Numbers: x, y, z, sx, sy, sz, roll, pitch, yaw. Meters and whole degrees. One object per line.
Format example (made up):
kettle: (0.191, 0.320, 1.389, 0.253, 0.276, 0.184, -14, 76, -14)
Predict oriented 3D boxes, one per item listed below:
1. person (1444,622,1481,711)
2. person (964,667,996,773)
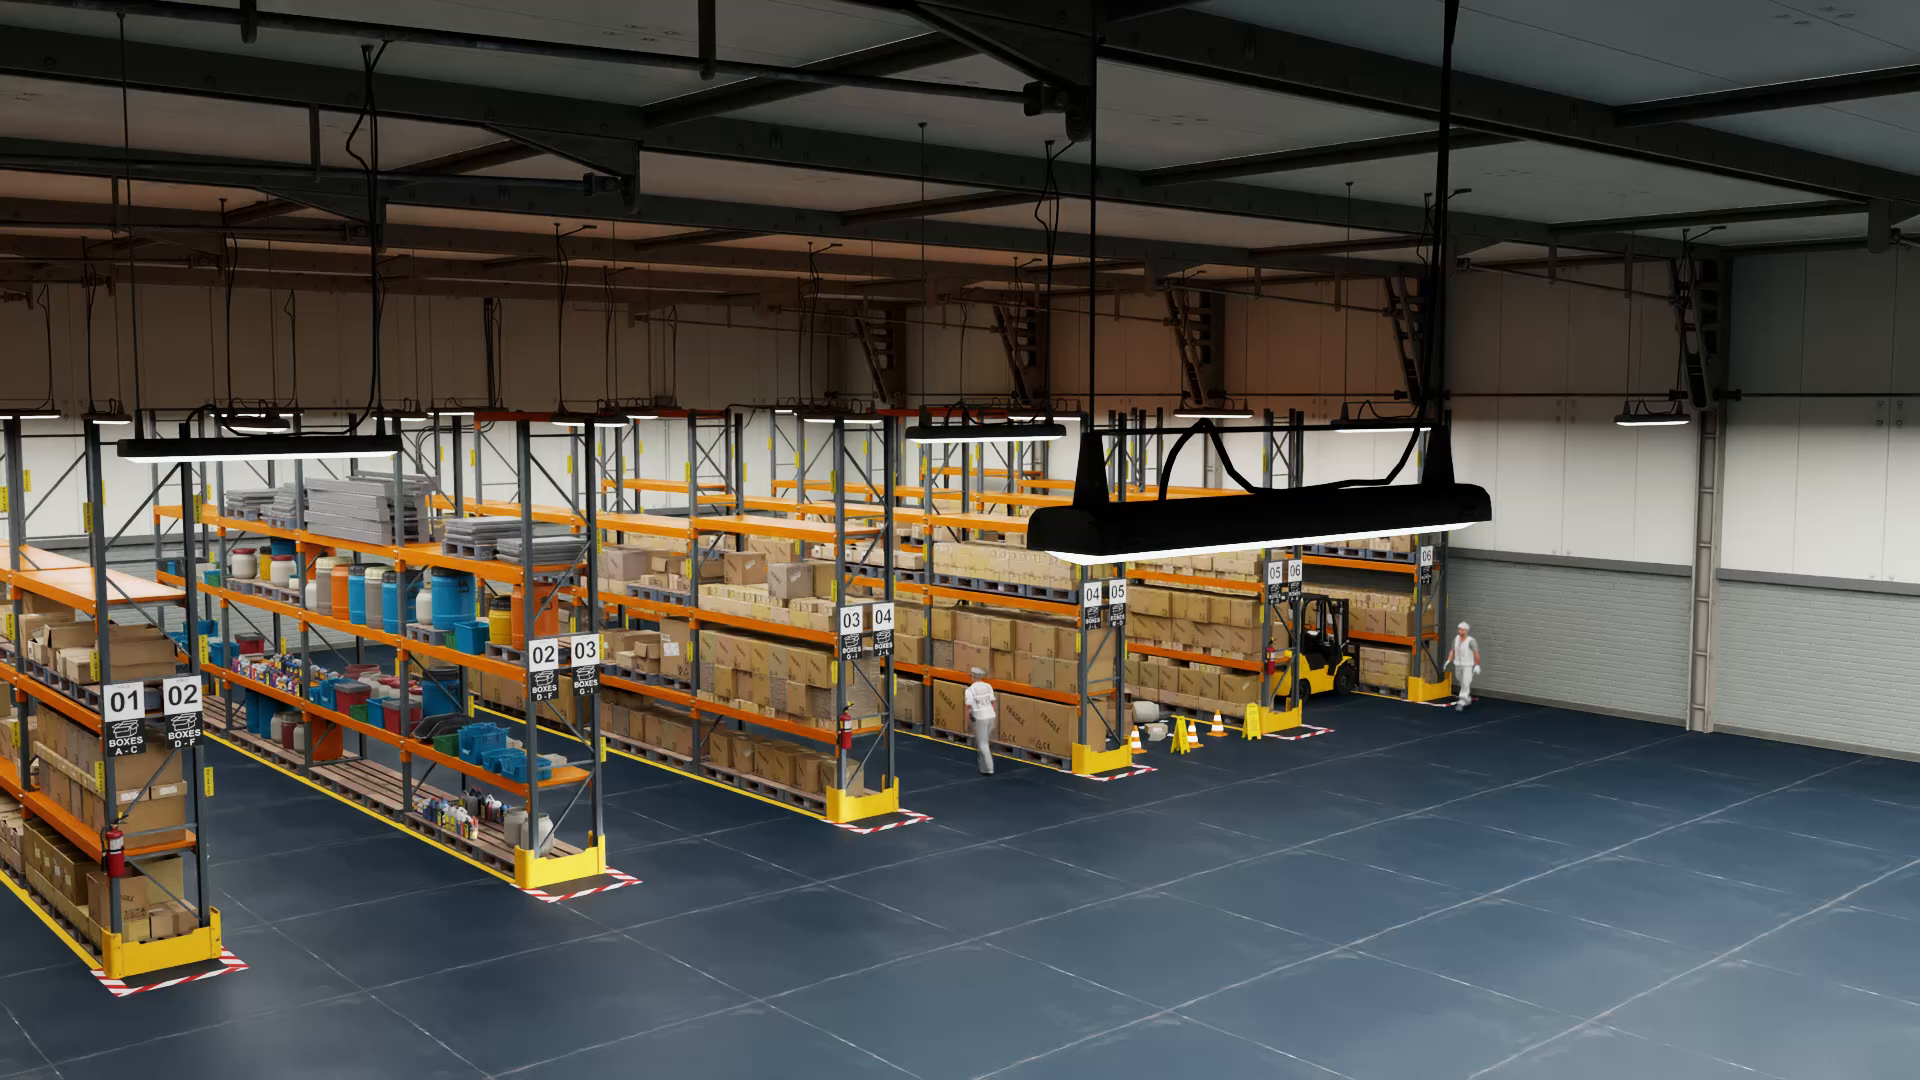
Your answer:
person: (10.055, 2.509, 33.296, 0.654, 1.716, 1.072, 4, 6, 39)
person: (0.364, 3.037, 27.795, 0.678, 1.808, 0.560, 5, 7, 43)
